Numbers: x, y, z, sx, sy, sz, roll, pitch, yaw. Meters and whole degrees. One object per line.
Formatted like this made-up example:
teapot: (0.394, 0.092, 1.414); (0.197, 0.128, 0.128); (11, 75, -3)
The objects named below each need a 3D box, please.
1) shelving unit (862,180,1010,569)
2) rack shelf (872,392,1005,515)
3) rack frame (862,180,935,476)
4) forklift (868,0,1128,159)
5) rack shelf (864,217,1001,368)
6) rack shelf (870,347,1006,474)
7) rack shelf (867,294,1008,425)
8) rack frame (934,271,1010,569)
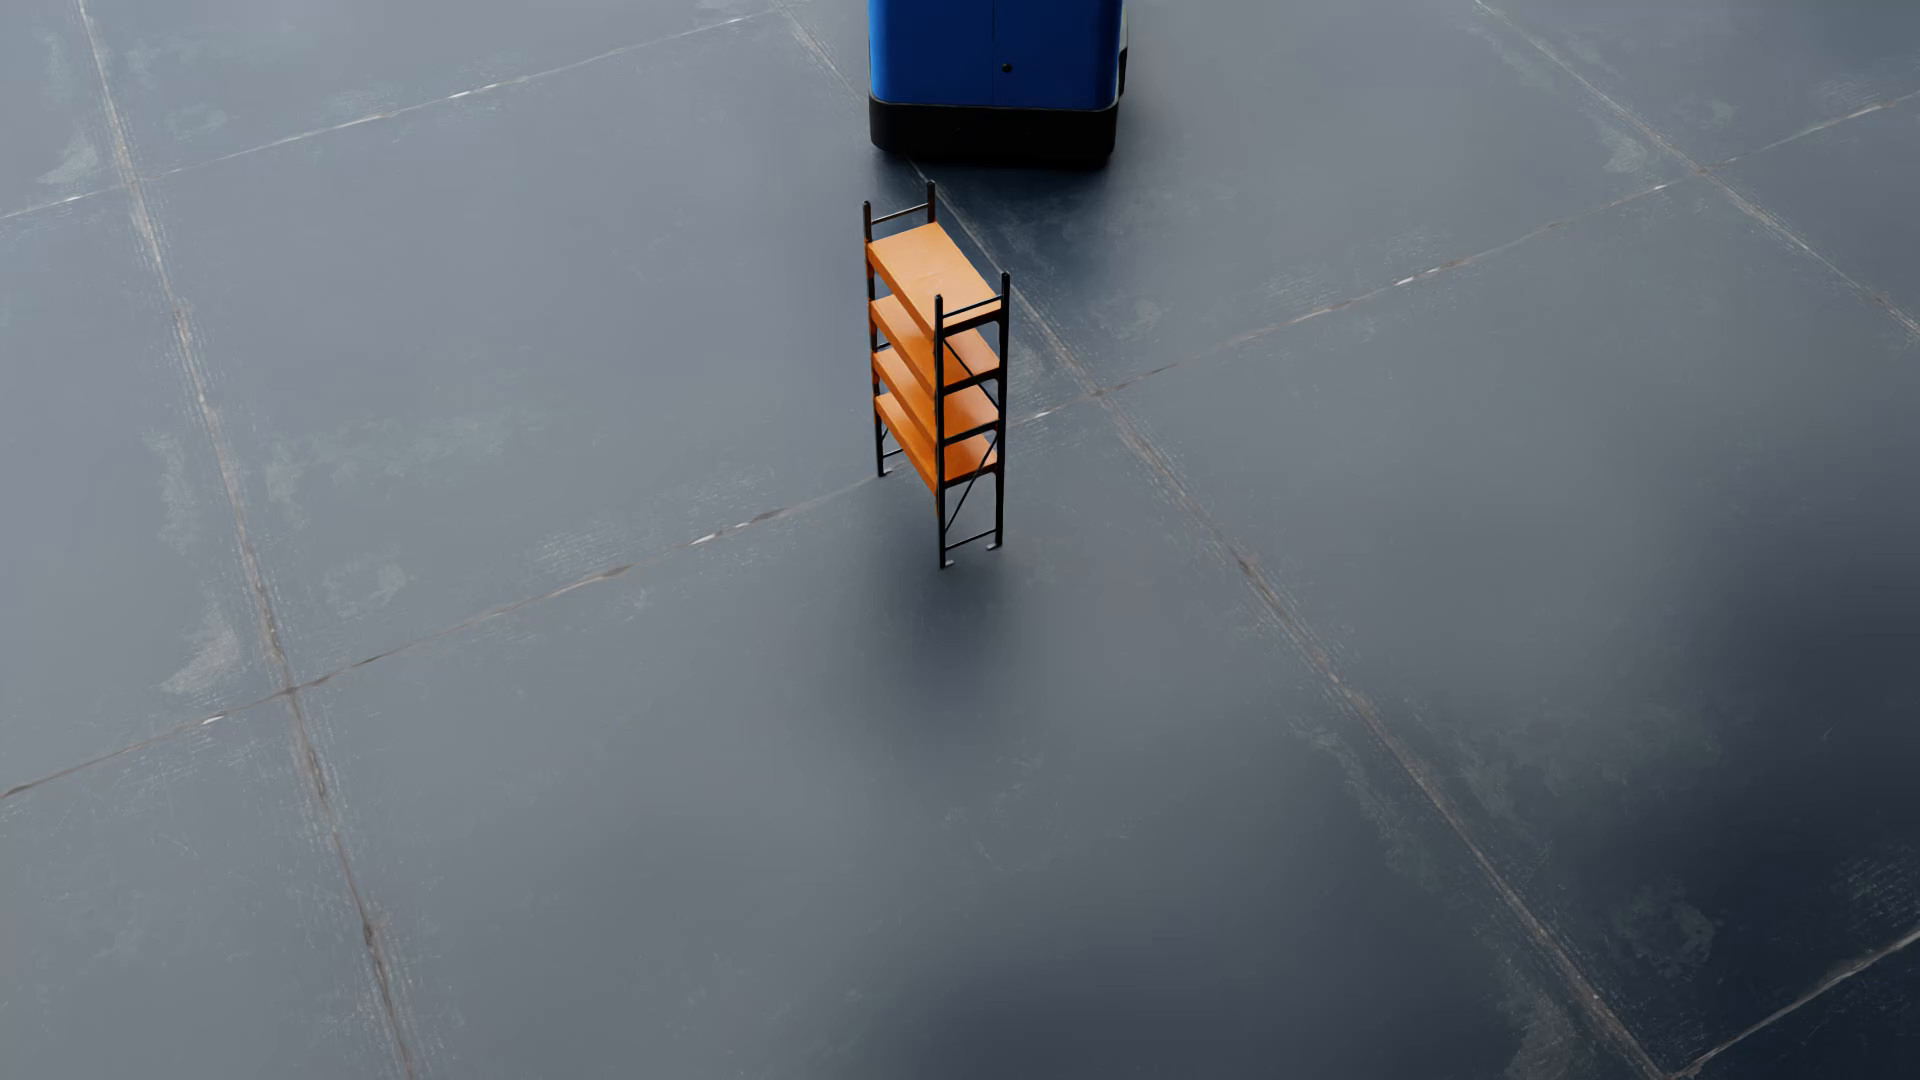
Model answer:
shelving unit: (-0.076, -0.506, 5.395); (0.258, 1.200, 0.503); (-21, 52, -18)
rack shelf: (-0.076, -0.331, 5.595); (0.258, 0.148, 0.480); (-21, 52, -18)
rack frame: (-0.187, -0.669, 5.538); (0.240, 1.200, 0.015); (-21, 52, -18)
forklift: (0.228, -3.692, 7.032); (1.130, 2.935, 3.031); (3, 49, 2)
rack shelf: (-0.076, -0.765, 5.099); (0.258, 0.148, 0.480); (-21, 52, -18)
rack shelf: (-0.076, -0.462, 5.446); (0.258, 0.148, 0.480); (-21, 52, -18)
rack shelf: (-0.076, -0.609, 5.278); (0.258, 0.148, 0.480); (-21, 52, -18)
rack frame: (0.036, -0.342, 5.252); (0.240, 1.200, 0.015); (-21, 52, -18)
